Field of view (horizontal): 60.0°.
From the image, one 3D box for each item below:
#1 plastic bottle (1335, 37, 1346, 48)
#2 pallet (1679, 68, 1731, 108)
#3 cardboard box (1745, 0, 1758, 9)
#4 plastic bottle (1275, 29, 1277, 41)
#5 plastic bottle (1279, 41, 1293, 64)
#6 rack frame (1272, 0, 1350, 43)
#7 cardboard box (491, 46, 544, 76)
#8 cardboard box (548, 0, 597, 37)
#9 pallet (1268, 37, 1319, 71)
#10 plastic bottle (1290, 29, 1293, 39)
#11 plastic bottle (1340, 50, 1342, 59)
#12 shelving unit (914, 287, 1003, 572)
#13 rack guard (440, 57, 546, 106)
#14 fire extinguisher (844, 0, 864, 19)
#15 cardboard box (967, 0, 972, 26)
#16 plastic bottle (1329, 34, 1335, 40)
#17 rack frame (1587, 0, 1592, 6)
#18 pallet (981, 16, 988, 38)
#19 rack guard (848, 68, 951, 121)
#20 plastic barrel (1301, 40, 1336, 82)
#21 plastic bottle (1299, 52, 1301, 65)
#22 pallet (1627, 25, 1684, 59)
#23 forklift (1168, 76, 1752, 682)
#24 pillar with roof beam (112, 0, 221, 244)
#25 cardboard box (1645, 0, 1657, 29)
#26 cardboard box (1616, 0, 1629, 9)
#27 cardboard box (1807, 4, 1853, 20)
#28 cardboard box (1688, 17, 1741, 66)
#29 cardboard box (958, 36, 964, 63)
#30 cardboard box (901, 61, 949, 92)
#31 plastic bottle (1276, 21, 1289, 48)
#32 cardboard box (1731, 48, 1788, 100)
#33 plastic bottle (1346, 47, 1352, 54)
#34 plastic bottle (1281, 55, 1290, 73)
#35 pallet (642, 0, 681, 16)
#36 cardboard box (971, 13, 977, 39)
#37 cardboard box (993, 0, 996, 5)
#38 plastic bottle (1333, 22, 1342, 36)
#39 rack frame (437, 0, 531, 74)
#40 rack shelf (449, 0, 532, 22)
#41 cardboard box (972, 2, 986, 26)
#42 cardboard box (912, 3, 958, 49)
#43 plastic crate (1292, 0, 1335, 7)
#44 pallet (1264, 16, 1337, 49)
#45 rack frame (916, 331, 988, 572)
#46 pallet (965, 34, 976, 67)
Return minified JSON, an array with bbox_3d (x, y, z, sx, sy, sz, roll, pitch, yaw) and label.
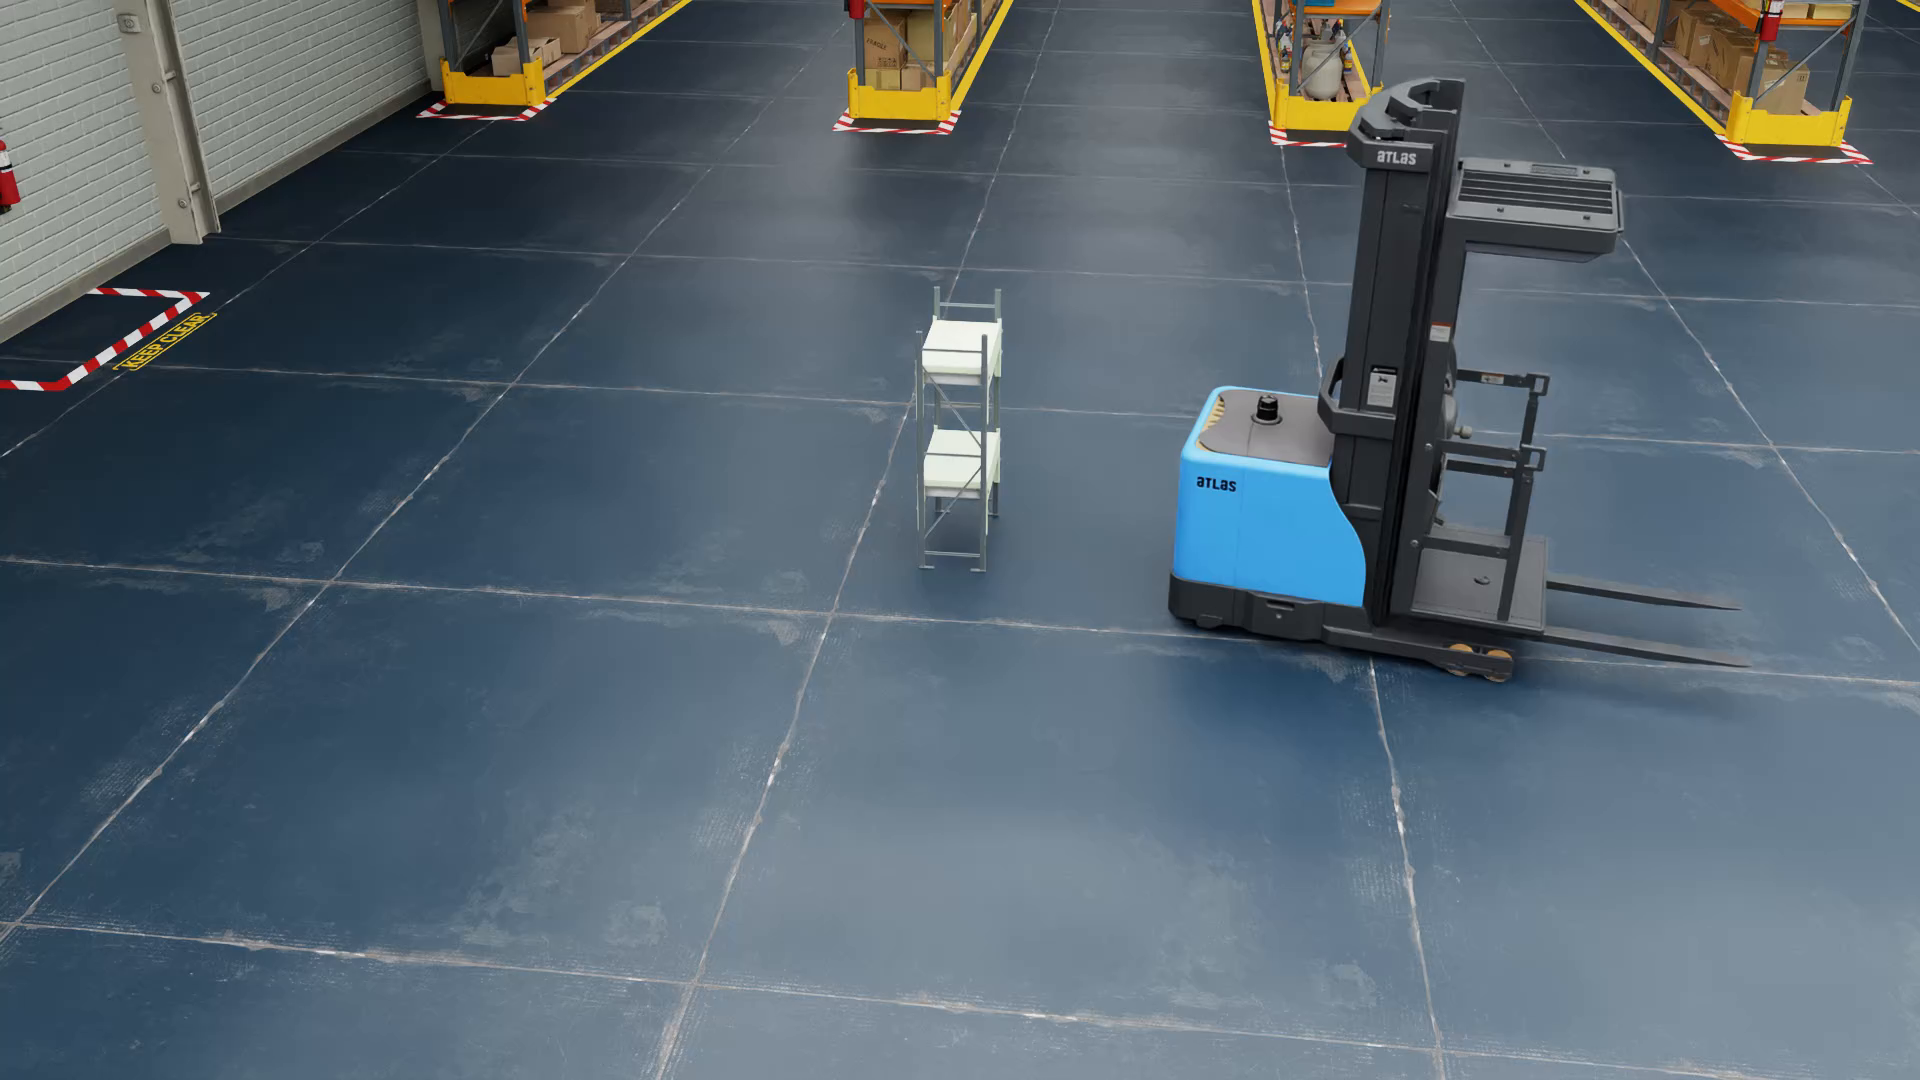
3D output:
[{"bbox_3d":[4.827,-6.252,21.099,0.152,0.276,0.135,4,29,7],"label":"plastic bottle"},{"bbox_3d":[9.428,-5.486,20.211,1.003,0.211,1.213,3,28,6],"label":"pallet"},{"bbox_3d":[8.973,-5.999,18.487,0.380,0.149,0.250,3,28,6],"label":"cardboard box"},{"bbox_3d":[4.220,-6.685,21.983,0.097,0.201,0.097,0,28,0],"label":"plastic bottle"},{"bbox_3d":[4.081,-6.080,20.780,0.152,0.276,0.135,3,28,5],"label":"plastic bottle"},{"bbox_3d":[4.706,-7.896,21.743,1.000,3.000,0.127,3,28,6],"label":"rack frame"},{"bbox_3d":[-5.442,-5.919,20.445,0.500,0.311,0.500,0,28,0],"label":"cardboard box"},{"bbox_3d":[-5.214,-7.074,22.389,0.500,0.500,0.500,1,28,2],"label":"cardboard box"},{"bbox_3d":[4.583,-6.354,21.822,1.003,0.211,1.213,3,28,6],"label":"pallet"},{"bbox_3d":[4.298,-6.457,21.486,0.097,0.271,0.097,0,28,0],"label":"plastic bottle"},{"bbox_3d":[4.814,-6.065,20.831,0.097,0.201,0.097,0,28,0],"label":"plastic bottle"},{"bbox_3d":[-0.001,-0.657,9.888,0.431,1.500,0.755,3,28,6],"label":"shelving unit"},{"bbox_3d":[-5.607,-5.524,19.976,1.175,0.500,0.348,3,28,6],"label":"rack guard"},{"bbox_3d":[-1.175,-6.240,18.751,0.296,0.674,0.183,3,28,6],"label":"fire extinguisher"},{"bbox_3d":[-0.122,-7.024,21.791,0.500,0.500,0.500,3,28,6],"label":"cardboard box"},{"bbox_3d":[4.746,-6.325,21.228,0.061,0.283,0.133,3,28,6],"label":"plastic bottle"},{"bbox_3d":[10.112,-9.491,24.704,1.000,3.000,0.127,3,28,6],"label":"rack frame"},{"bbox_3d":[-0.158,-7.307,23.590,1.003,0.211,1.213,3,28,6],"label":"pallet"},{"bbox_3d":[-0.702,-5.191,19.358,1.175,0.500,0.348,3,28,6],"label":"rack guard"},{"bbox_3d":[4.282,-5.653,19.760,0.421,0.512,0.421,0,28,0],"label":"plastic barrel"},{"bbox_3d":[4.207,-6.048,20.801,0.097,0.201,0.097,0,28,0],"label":"plastic bottle"},{"bbox_3d":[9.716,-6.747,22.551,1.003,0.211,1.213,3,28,6],"label":"pallet"},{"bbox_3d":[2.748,-0.819,8.681,3.031,2.935,1.130,9,30,16],"label":"forklift"},{"bbox_3d":[-2.851,-6.535,12.892,9.100,9.000,0.400,3,28,6],"label":"pillar with roof beam"},{"bbox_3d":[9.796,-7.212,22.646,0.700,0.500,0.500,3,28,6],"label":"cardboard box"},{"bbox_3d":[9.995,-8.005,24.119,0.700,0.500,0.500,1,28,2],"label":"cardboard box"},{"bbox_3d":[9.403,-5.735,17.997,0.380,0.149,0.250,3,28,6],"label":"cardboard box"},{"bbox_3d":[9.471,-6.236,20.856,0.500,0.500,0.500,13,31,22],"label":"cardboard box"},{"bbox_3d":[-0.227,-6.222,21.093,0.500,0.250,0.500,3,28,6],"label":"cardboard box"},{"bbox_3d":[-0.413,-5.516,19.783,0.500,0.250,0.500,3,28,6],"label":"cardboard box"},{"bbox_3d":[4.196,-6.567,21.606,0.144,0.351,0.185,4,29,8],"label":"plastic bottle"},{"bbox_3d":[9.264,-5.386,19.277,0.500,0.500,0.500,11,30,19],"label":"cardboard box"},{"bbox_3d":[4.794,-5.951,20.534,0.061,0.283,0.133,4,29,7],"label":"plastic bottle"},{"bbox_3d":[4.006,-5.864,20.459,0.097,0.201,0.097,0,28,0],"label":"plastic bottle"},{"bbox_3d":[-4.885,-8.186,25.222,1.003,0.211,1.213,3,28,6],"label":"pallet"},{"bbox_3d":[-0.049,-6.929,22.404,0.500,0.250,0.500,3,28,6],"label":"cardboard box"},{"bbox_3d":[0.274,-8.059,24.503,0.500,0.250,0.500,4,29,7],"label":"cardboard box"},{"bbox_3d":[4.890,-6.513,21.506,0.144,0.351,0.185,2,28,4],"label":"plastic bottle"},{"bbox_3d":[-5.616,-6.588,19.317,1.000,3.000,0.127,3,28,6],"label":"rack frame"},{"bbox_3d":[-5.371,-7.213,21.235,1.077,0.370,4.000,3,28,6],"label":"rack shelf"},{"bbox_3d":[0.086,-7.335,23.159,0.500,0.250,0.500,3,28,5],"label":"cardboard box"},{"bbox_3d":[-0.305,-6.318,20.480,0.500,0.500,0.500,3,28,6],"label":"cardboard box"},{"bbox_3d":[3.981,-6.200,18.753,0.499,0.251,0.616,3,28,6],"label":"plastic crate"},{"bbox_3d":[4.764,-7.040,23.095,1.003,0.211,1.213,3,28,6],"label":"pallet"},{"bbox_3d":[-0.046,-0.485,9.569,0.400,1.500,0.023,3,28,6],"label":"rack frame"},{"bbox_3d":[-0.348,-6.586,22.252,1.003,0.211,1.213,3,28,6],"label":"pallet"}]
